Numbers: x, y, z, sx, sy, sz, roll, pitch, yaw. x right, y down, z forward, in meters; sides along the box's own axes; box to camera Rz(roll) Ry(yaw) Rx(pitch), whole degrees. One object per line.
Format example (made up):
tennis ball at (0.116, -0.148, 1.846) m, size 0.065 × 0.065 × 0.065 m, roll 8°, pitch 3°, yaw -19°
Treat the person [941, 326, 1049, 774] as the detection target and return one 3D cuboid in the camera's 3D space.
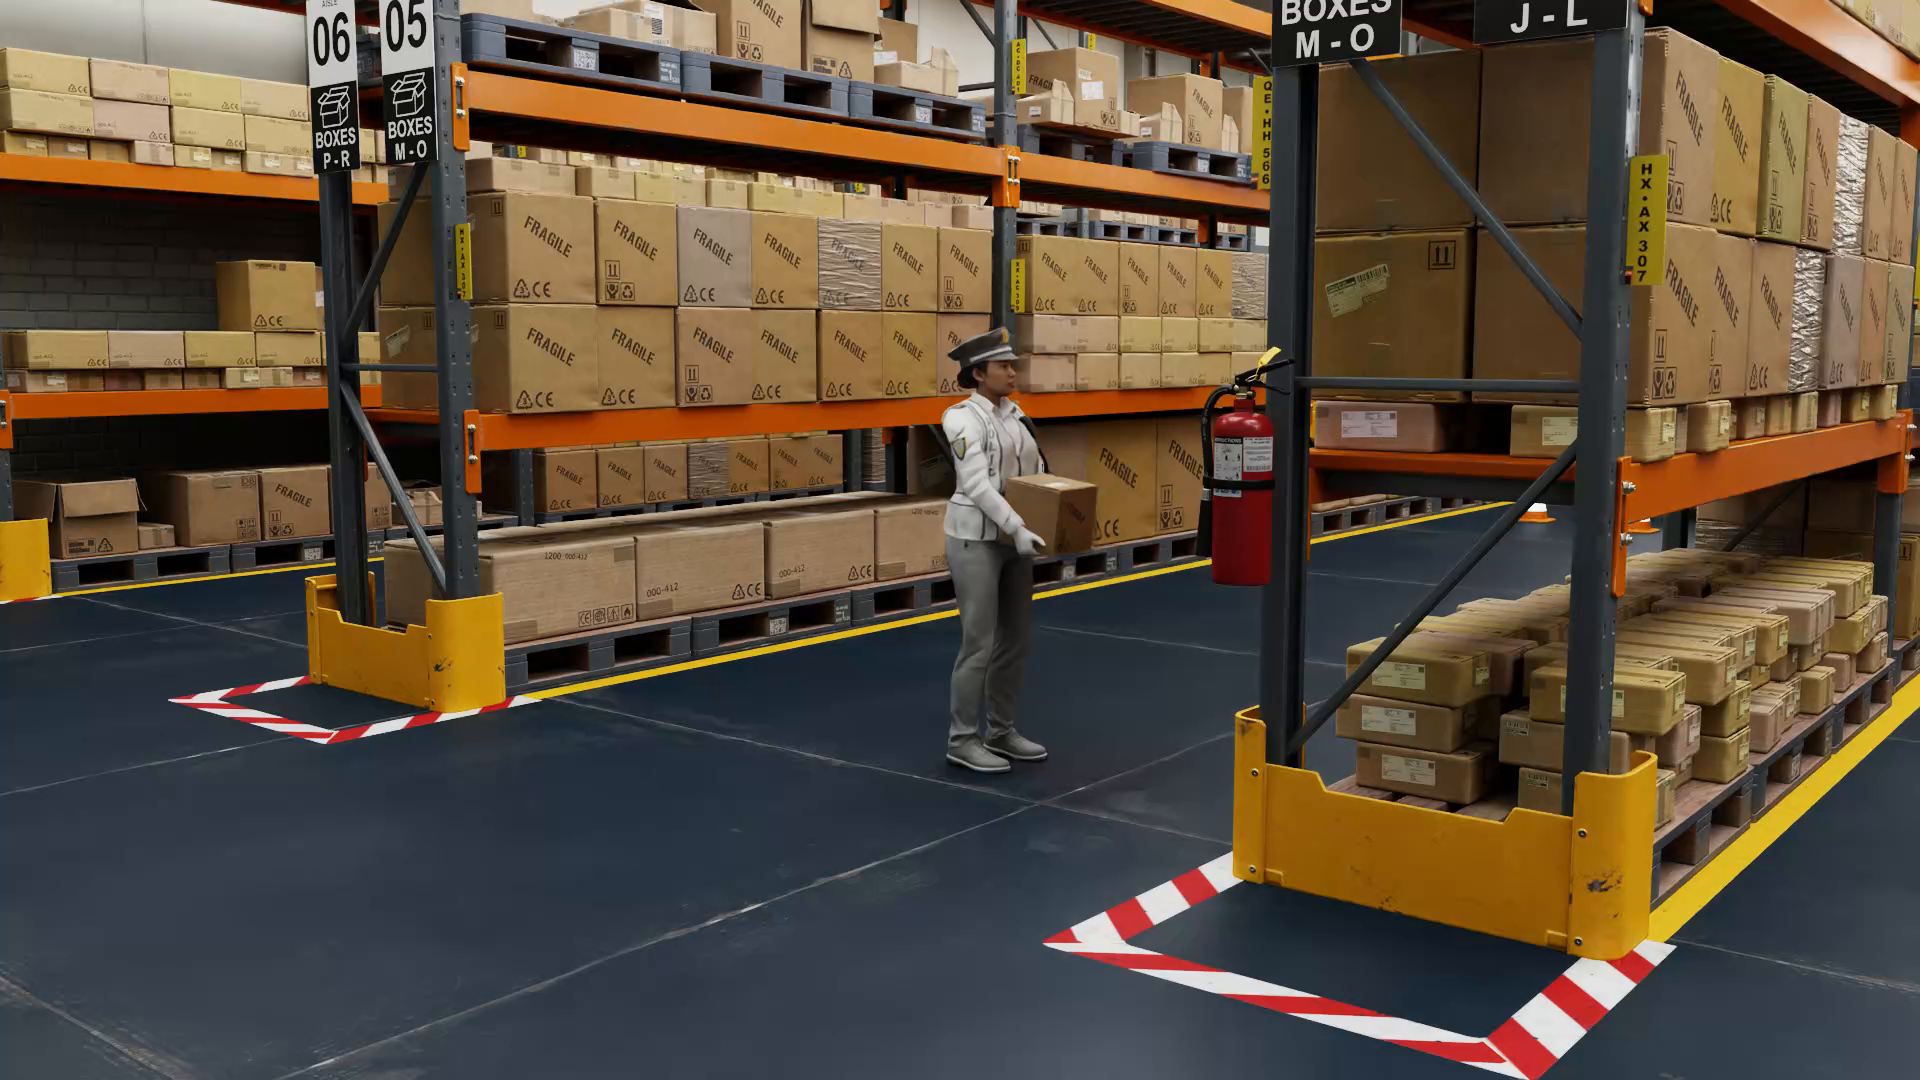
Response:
person at (0.191, 0.034, 6.364) m, size 0.530 × 1.691 × 0.446 m, roll 5°, pitch 9°, yaw 38°
